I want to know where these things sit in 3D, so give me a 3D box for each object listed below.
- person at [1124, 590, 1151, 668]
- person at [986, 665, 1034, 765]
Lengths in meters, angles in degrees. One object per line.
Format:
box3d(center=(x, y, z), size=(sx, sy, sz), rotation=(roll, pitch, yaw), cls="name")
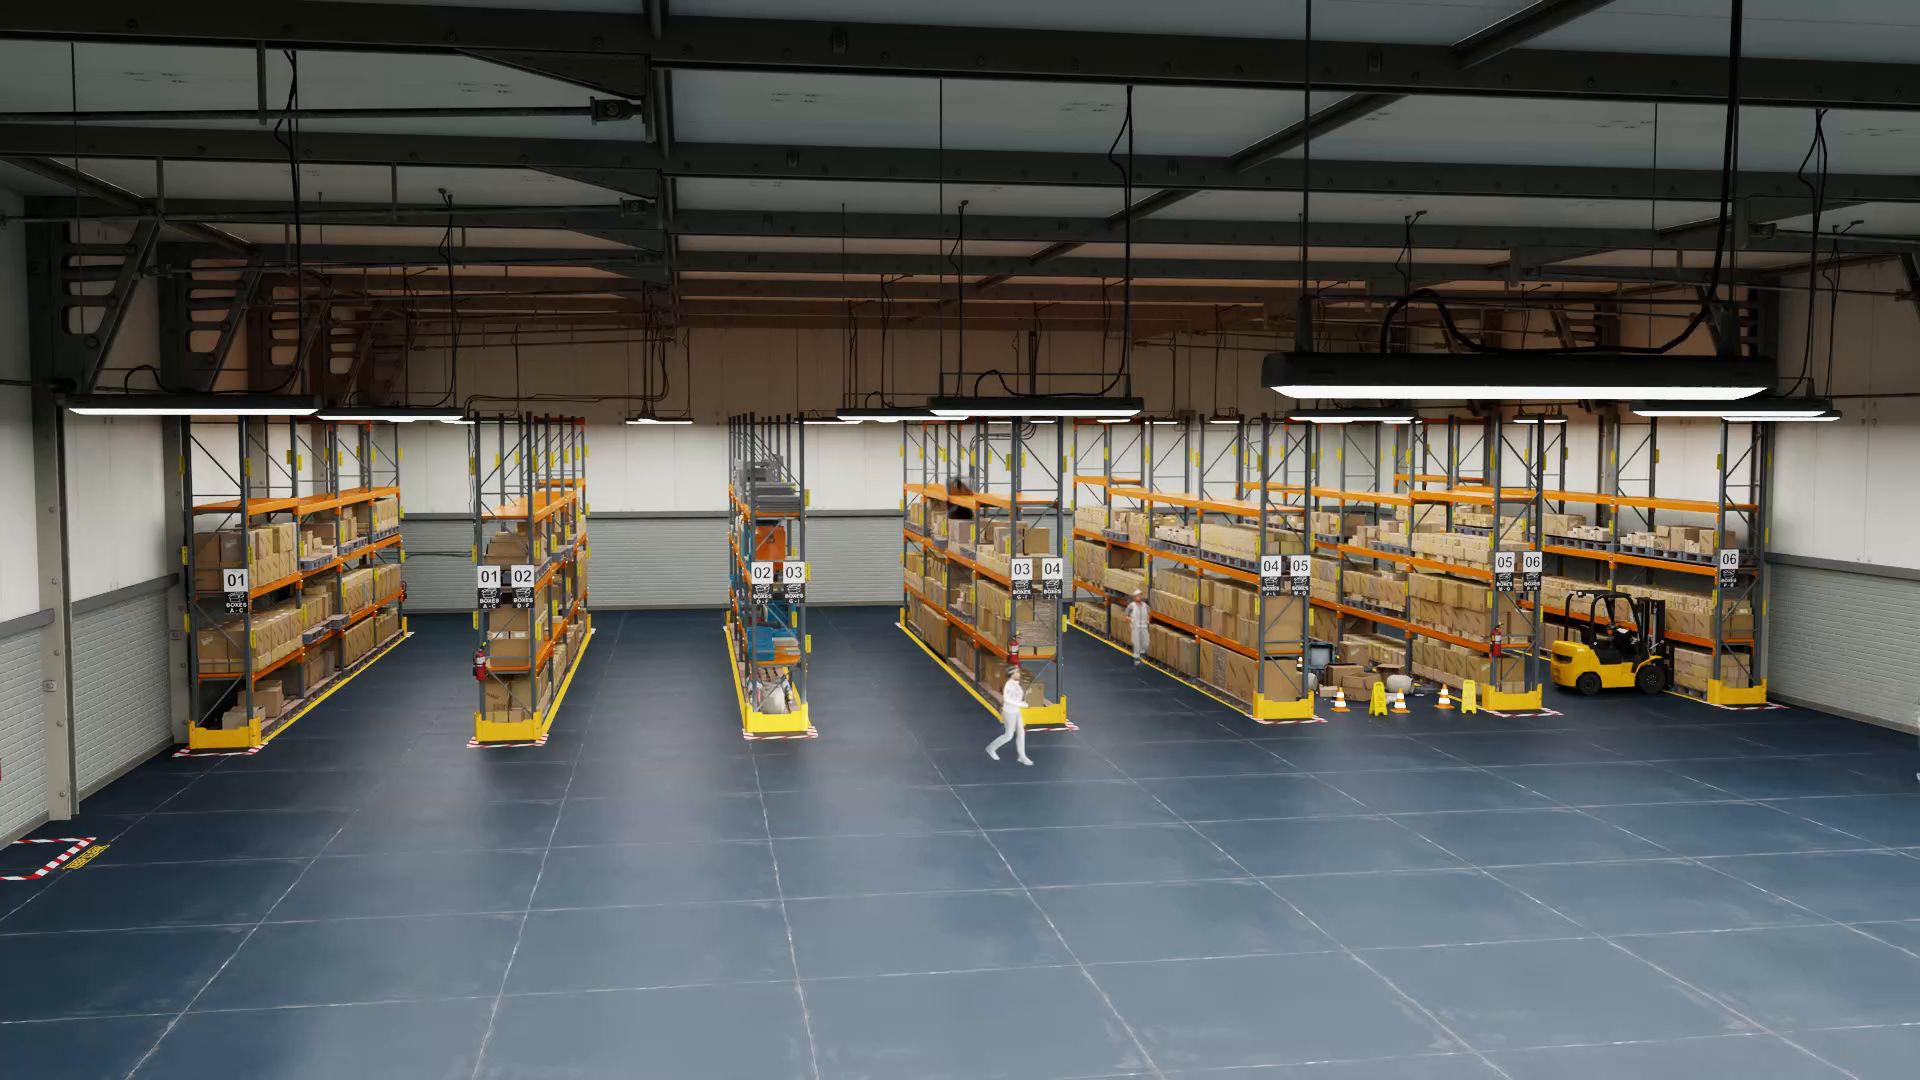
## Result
box3d(center=(4.049, 2.009, 37.464), size=(0.649, 1.758, 0.565), rotation=(-1, 4, -12), cls="person")
box3d(center=(0.855, 2.958, 28.258), size=(0.818, 1.715, 0.635), rotation=(1, 4, 19), cls="person")
